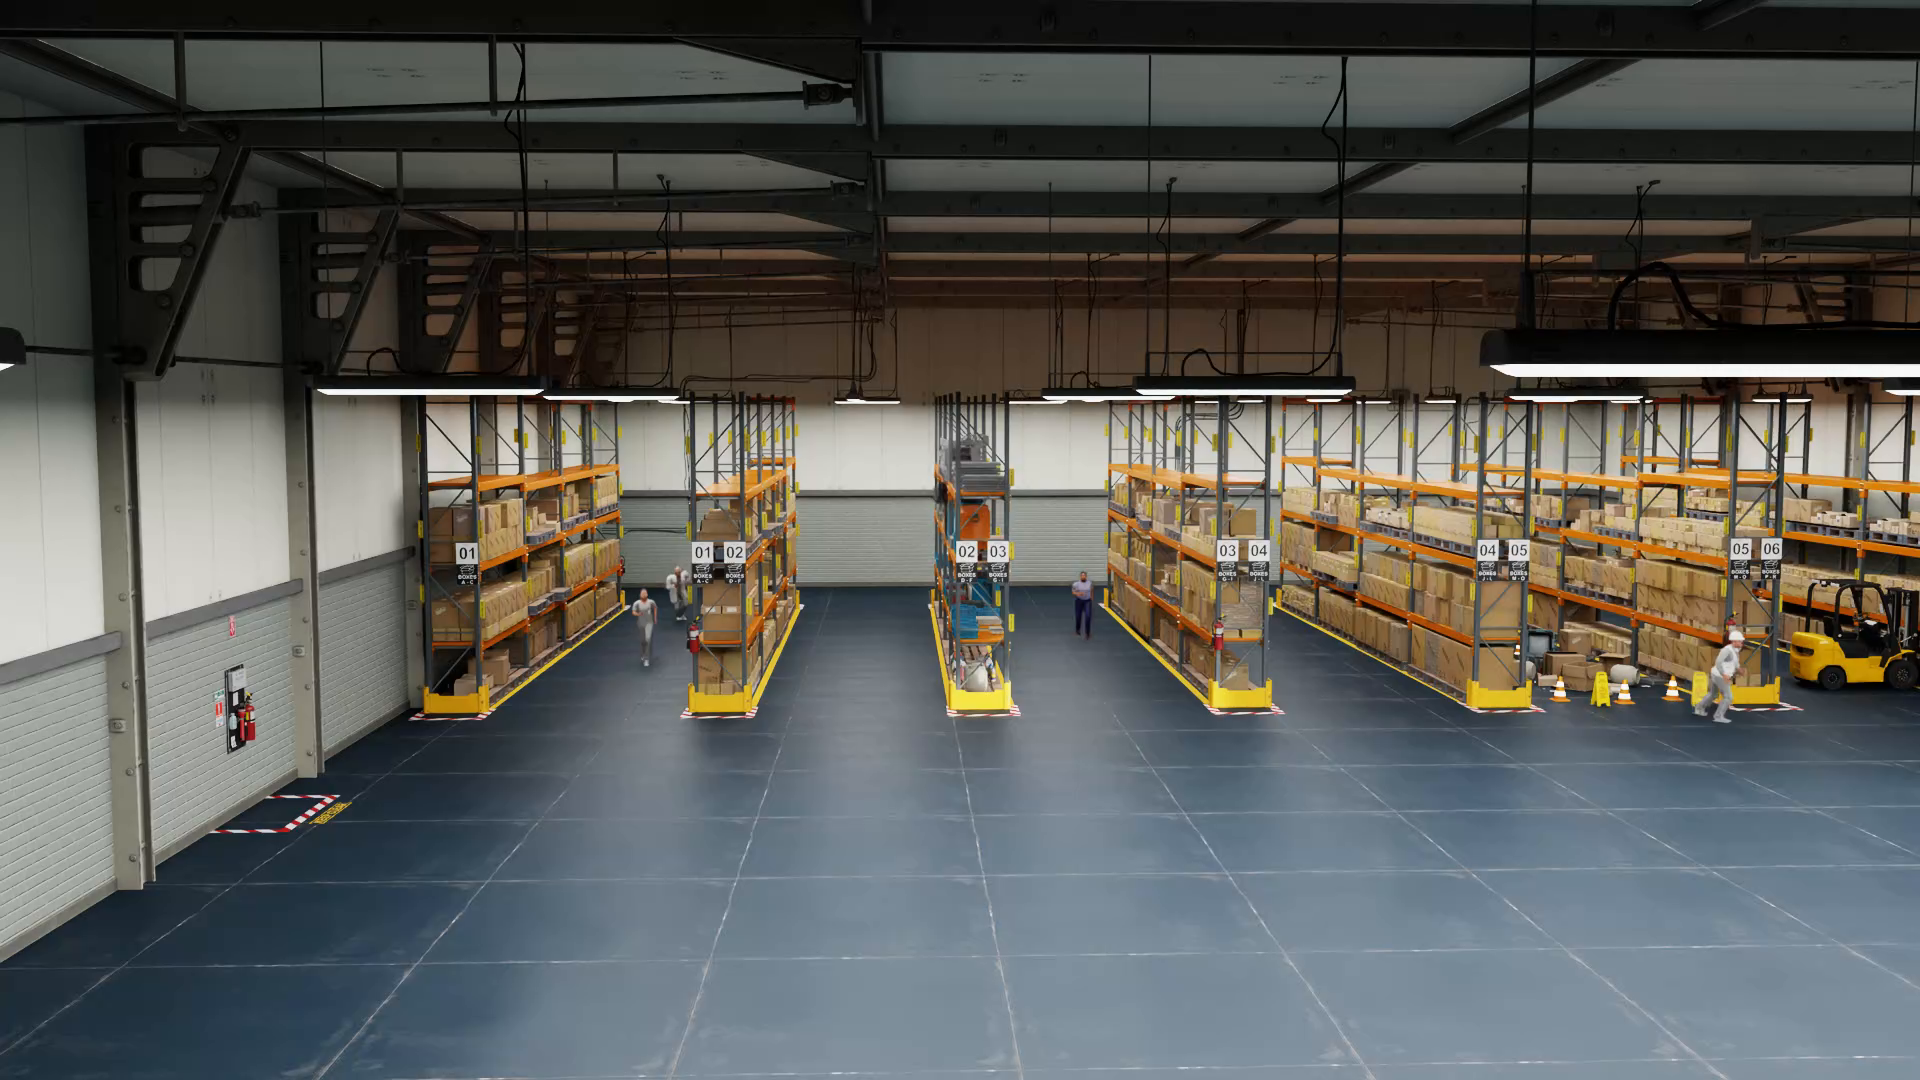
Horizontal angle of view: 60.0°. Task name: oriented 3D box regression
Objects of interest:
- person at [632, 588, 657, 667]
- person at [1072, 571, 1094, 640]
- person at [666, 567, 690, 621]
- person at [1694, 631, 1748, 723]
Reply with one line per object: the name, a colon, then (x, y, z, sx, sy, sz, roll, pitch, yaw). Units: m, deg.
person: (-7.009, 1.919, 36.965, 0.513, 1.718, 0.854, 0, 5, -4)
person: (3.038, 1.612, 41.096, 0.584, 1.707, 0.840, 0, 5, -4)
person: (-7.466, 1.438, 44.159, 0.732, 1.512, 1.031, -2, 5, -23)
person: (13.820, 2.467, 30.204, 0.890, 1.690, 0.684, 3, 5, 31)
